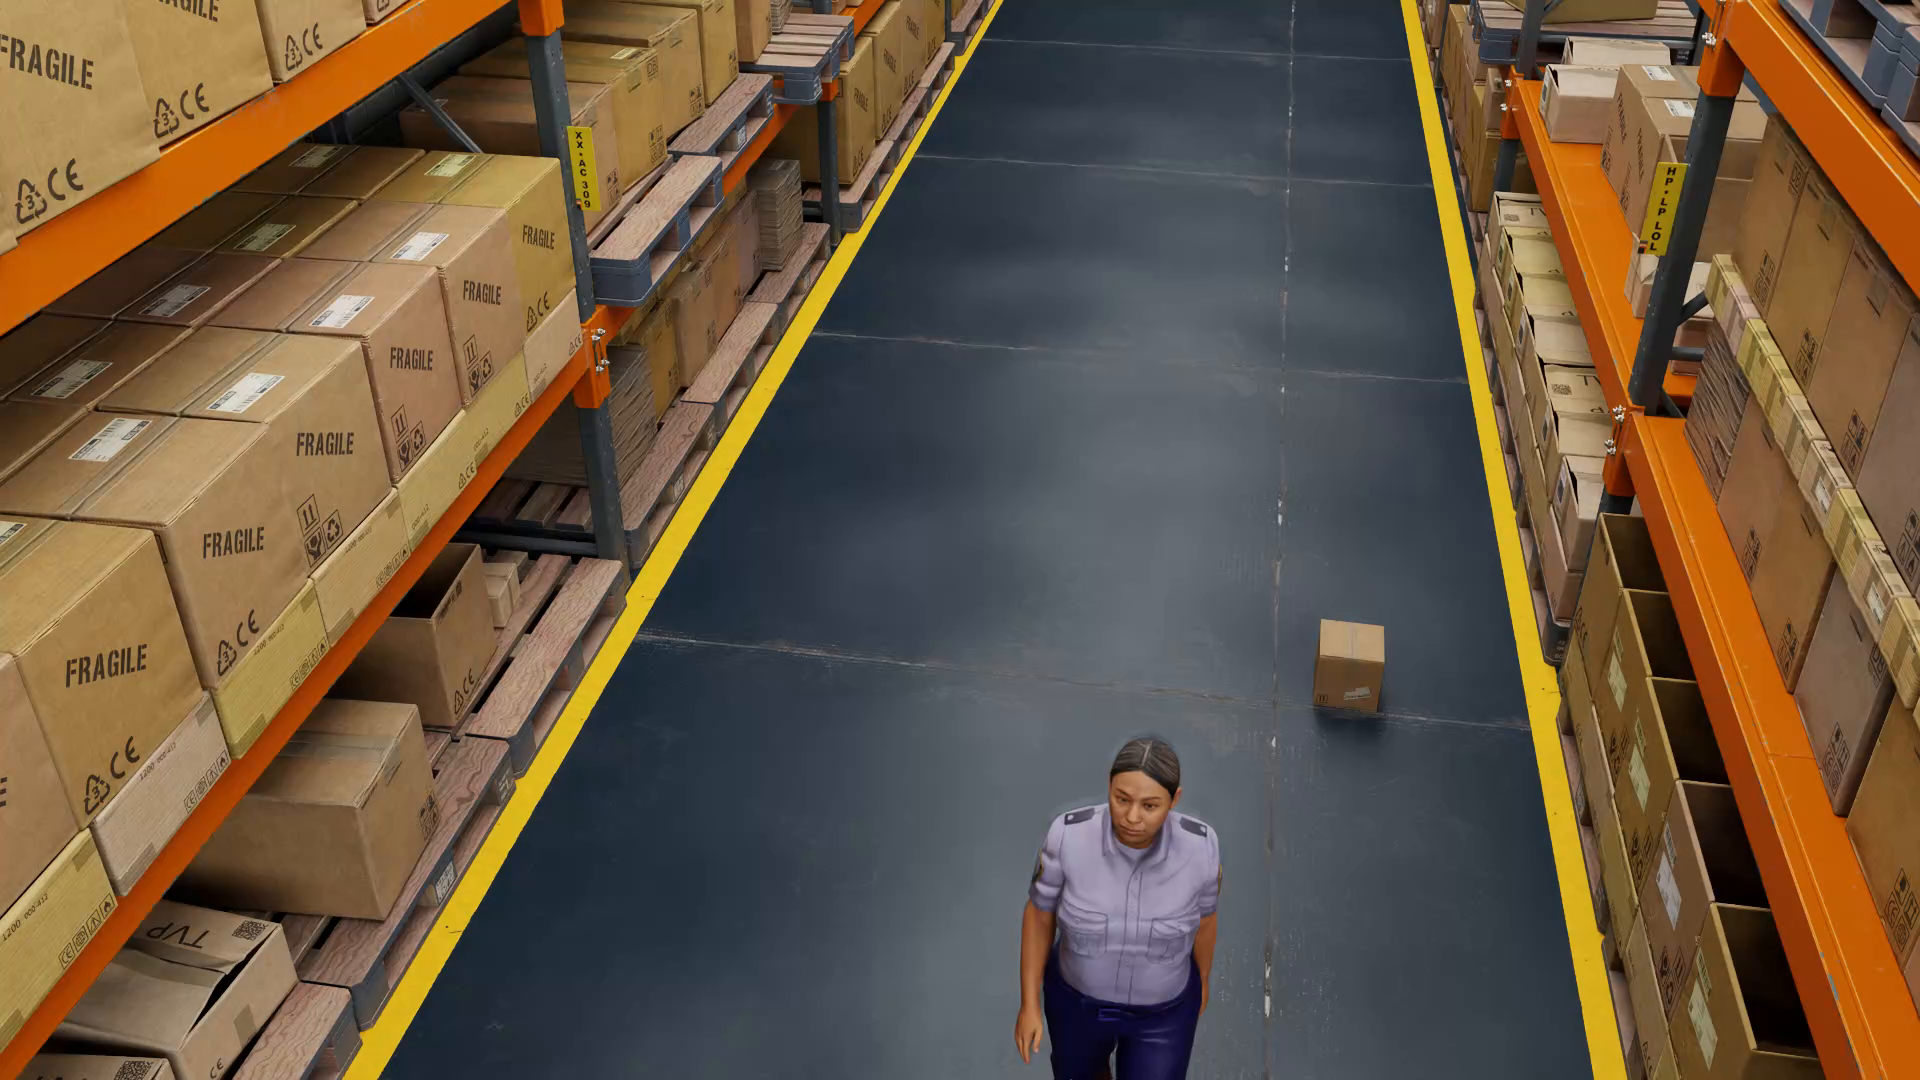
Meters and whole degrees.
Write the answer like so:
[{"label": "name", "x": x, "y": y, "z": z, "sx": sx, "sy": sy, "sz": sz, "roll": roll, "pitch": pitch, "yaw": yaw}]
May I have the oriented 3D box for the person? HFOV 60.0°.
[{"label": "person", "x": 0.403, "y": 1.167, "z": 4.317, "sx": 0.488, "sy": 1.600, "sz": 0.948, "roll": 6, "pitch": 33, "yaw": 9}]
